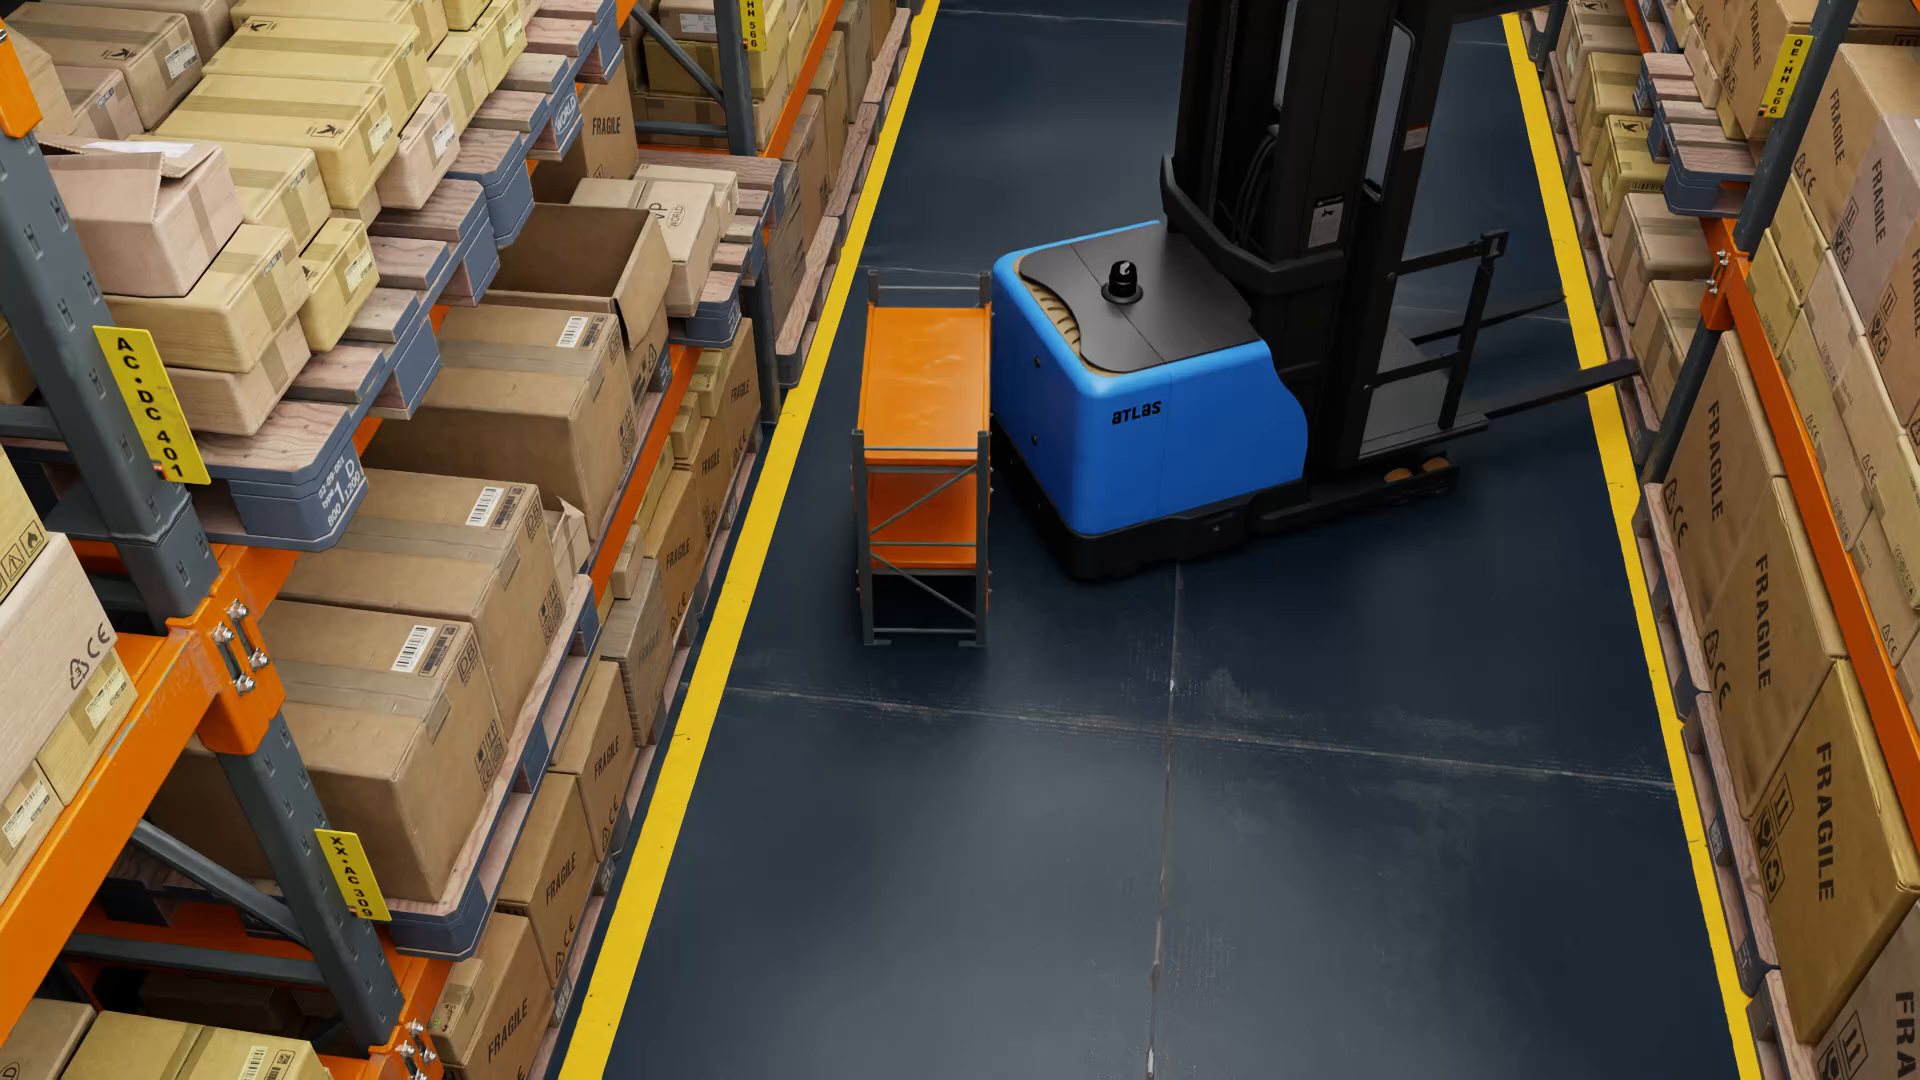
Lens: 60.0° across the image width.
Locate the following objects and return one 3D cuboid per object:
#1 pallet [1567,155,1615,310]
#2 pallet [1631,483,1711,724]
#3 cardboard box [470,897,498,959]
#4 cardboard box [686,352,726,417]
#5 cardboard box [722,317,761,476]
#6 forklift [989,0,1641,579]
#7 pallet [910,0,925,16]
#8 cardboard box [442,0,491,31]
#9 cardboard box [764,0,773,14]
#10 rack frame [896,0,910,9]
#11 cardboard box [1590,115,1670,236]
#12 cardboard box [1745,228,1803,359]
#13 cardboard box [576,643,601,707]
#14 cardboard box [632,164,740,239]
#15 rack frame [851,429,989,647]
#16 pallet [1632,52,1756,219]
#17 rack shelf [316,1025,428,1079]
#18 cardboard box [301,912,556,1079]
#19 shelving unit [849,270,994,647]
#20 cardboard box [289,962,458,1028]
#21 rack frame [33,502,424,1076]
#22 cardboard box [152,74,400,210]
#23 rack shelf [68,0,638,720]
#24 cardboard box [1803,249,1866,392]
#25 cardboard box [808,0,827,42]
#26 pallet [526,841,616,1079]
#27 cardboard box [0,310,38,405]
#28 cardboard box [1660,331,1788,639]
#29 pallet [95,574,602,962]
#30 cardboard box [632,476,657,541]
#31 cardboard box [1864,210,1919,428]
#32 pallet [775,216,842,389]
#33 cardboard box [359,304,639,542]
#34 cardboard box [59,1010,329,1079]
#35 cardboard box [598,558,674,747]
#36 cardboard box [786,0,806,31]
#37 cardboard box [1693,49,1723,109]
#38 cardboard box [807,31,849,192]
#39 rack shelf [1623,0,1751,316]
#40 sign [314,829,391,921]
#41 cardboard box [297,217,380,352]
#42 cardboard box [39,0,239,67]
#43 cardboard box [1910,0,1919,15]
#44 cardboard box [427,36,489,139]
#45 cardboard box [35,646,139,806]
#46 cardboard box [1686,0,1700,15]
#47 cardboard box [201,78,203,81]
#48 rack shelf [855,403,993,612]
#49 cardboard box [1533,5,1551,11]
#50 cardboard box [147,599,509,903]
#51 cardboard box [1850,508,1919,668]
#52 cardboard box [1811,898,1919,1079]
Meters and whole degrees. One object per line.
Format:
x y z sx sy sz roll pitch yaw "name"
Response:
3.836 -1.613 8.822 1.003 0.211 1.213 5 44 6 "pallet"
3.389 0.279 6.824 1.003 0.211 1.213 5 44 6 "pallet"
-1.610 1.117 4.952 0.380 0.149 0.250 4 44 4 "cardboard box"
-1.172 -0.644 6.812 0.380 0.149 0.250 3 44 3 "cardboard box"
-1.196 -0.650 7.289 0.500 0.500 0.500 6 44 7 "cardboard box"
1.692 -1.545 6.772 3.031 2.935 1.130 -15 46 -16 "forklift"
-0.677 -3.964 11.305 1.003 0.211 1.213 5 44 6 "pallet"
-1.305 -1.329 3.901 0.380 0.149 0.250 6 44 6 "cardboard box"
-0.985 -2.357 7.035 0.380 0.149 0.250 6 44 6 "cardboard box"
-0.824 -4.439 9.778 1.000 3.000 0.127 5 44 6 "rack frame"
3.848 -1.866 8.667 0.950 0.372 0.625 7 44 7 "cardboard box"
3.254 -0.899 6.149 0.500 0.250 0.500 5 44 5 "cardboard box"
-1.460 0.417 5.691 0.380 0.149 0.250 7 44 7 "cardboard box"
-1.059 -1.291 6.332 0.380 0.149 0.250 6 44 6 "cardboard box"
-0.144 0.017 6.436 0.500 1.125 0.032 1 43 1 "rack frame"
3.556 -1.690 7.014 1.213 0.211 1.003 5 44 6 "pallet"
-2.146 2.638 2.828 1.077 0.370 4.000 5 44 6 "rack shelf"
-1.595 1.459 5.062 0.500 0.500 0.500 7 44 7 "cardboard box"
-0.135 -0.332 6.805 0.538 1.125 1.048 1 43 1 "shelving unit"
-1.630 1.199 4.648 0.380 0.149 0.250 5 44 5 "cardboard box"
-1.882 1.014 4.020 1.000 3.000 0.127 5 44 6 "rack frame"
-1.367 -0.802 3.344 0.380 0.149 0.250 5 44 5 "cardboard box"
-1.617 -1.177 4.676 1.077 0.370 4.000 5 44 6 "rack shelf"
3.187 -0.716 5.592 0.500 0.250 0.500 6 44 7 "cardboard box"
-0.919 -2.632 7.980 0.500 0.250 0.500 4 44 4 "cardboard box"
-1.812 1.468 5.568 1.003 0.211 1.213 5 44 6 "pallet"
-1.910 -0.386 3.121 0.380 0.149 0.250 5 44 5 "cardboard box"
3.394 -0.182 6.522 0.875 0.875 0.875 5 44 5 "cardboard box"
-1.668 0.549 4.651 1.003 0.211 1.213 5 44 6 "pallet"
-1.363 -0.123 6.261 0.380 0.149 0.250 5 44 5 "cardboard box"
3.121 -0.659 4.987 0.500 0.500 0.500 6 44 7 "cardboard box"
-1.205 -1.258 8.447 1.003 0.211 1.213 5 44 6 "pallet"
-1.424 -0.372 5.106 0.700 0.500 0.500 5 44 5 "cardboard box"
-1.707 1.329 3.579 0.500 0.250 0.500 6 44 7 "cardboard box"
-1.389 0.403 6.177 0.500 0.500 0.500 4 44 4 "cardboard box"
-0.985 -2.461 7.435 0.500 0.250 0.500 7 44 7 "cardboard box"
3.331 -1.935 7.011 0.380 0.149 0.250 5 44 5 "cardboard box"
-1.089 -2.331 8.975 0.875 0.625 0.625 4 44 4 "cardboard box"
3.832 -2.366 8.112 1.077 0.370 4.000 5 44 6 "rack shelf"
-1.343 0.743 3.676 0.100 0.325 0.005 5 44 6 "sign"
-1.379 -0.514 3.256 0.380 0.149 0.250 6 44 6 "cardboard box"
-1.817 -1.198 3.763 0.380 0.149 0.250 4 44 4 "cardboard box"
3.857 -1.846 6.446 0.500 0.500 0.500 4 44 4 "cardboard box"
-1.315 -1.037 3.809 0.380 0.149 0.250 5 44 5 "cardboard box"
-1.636 0.287 2.788 0.380 0.149 0.250 5 44 5 "cardboard box"
3.475 -2.593 7.235 0.500 0.500 0.500 3 43 3 "cardboard box"
-1.828 -1.098 3.873 0.380 0.149 0.250 4 44 4 "cardboard box"
-0.135 -0.155 6.973 0.538 0.278 1.000 1 43 1 "rack shelf"
3.908 -3.571 10.557 0.500 0.250 0.500 7 44 7 "cardboard box"
-1.596 0.515 4.168 0.700 0.500 0.500 6 44 7 "cardboard box"
3.066 0.146 5.045 0.500 0.250 0.500 5 44 6 "cardboard box"
3.042 1.651 4.586 0.875 0.875 0.875 6 44 7 "cardboard box"
